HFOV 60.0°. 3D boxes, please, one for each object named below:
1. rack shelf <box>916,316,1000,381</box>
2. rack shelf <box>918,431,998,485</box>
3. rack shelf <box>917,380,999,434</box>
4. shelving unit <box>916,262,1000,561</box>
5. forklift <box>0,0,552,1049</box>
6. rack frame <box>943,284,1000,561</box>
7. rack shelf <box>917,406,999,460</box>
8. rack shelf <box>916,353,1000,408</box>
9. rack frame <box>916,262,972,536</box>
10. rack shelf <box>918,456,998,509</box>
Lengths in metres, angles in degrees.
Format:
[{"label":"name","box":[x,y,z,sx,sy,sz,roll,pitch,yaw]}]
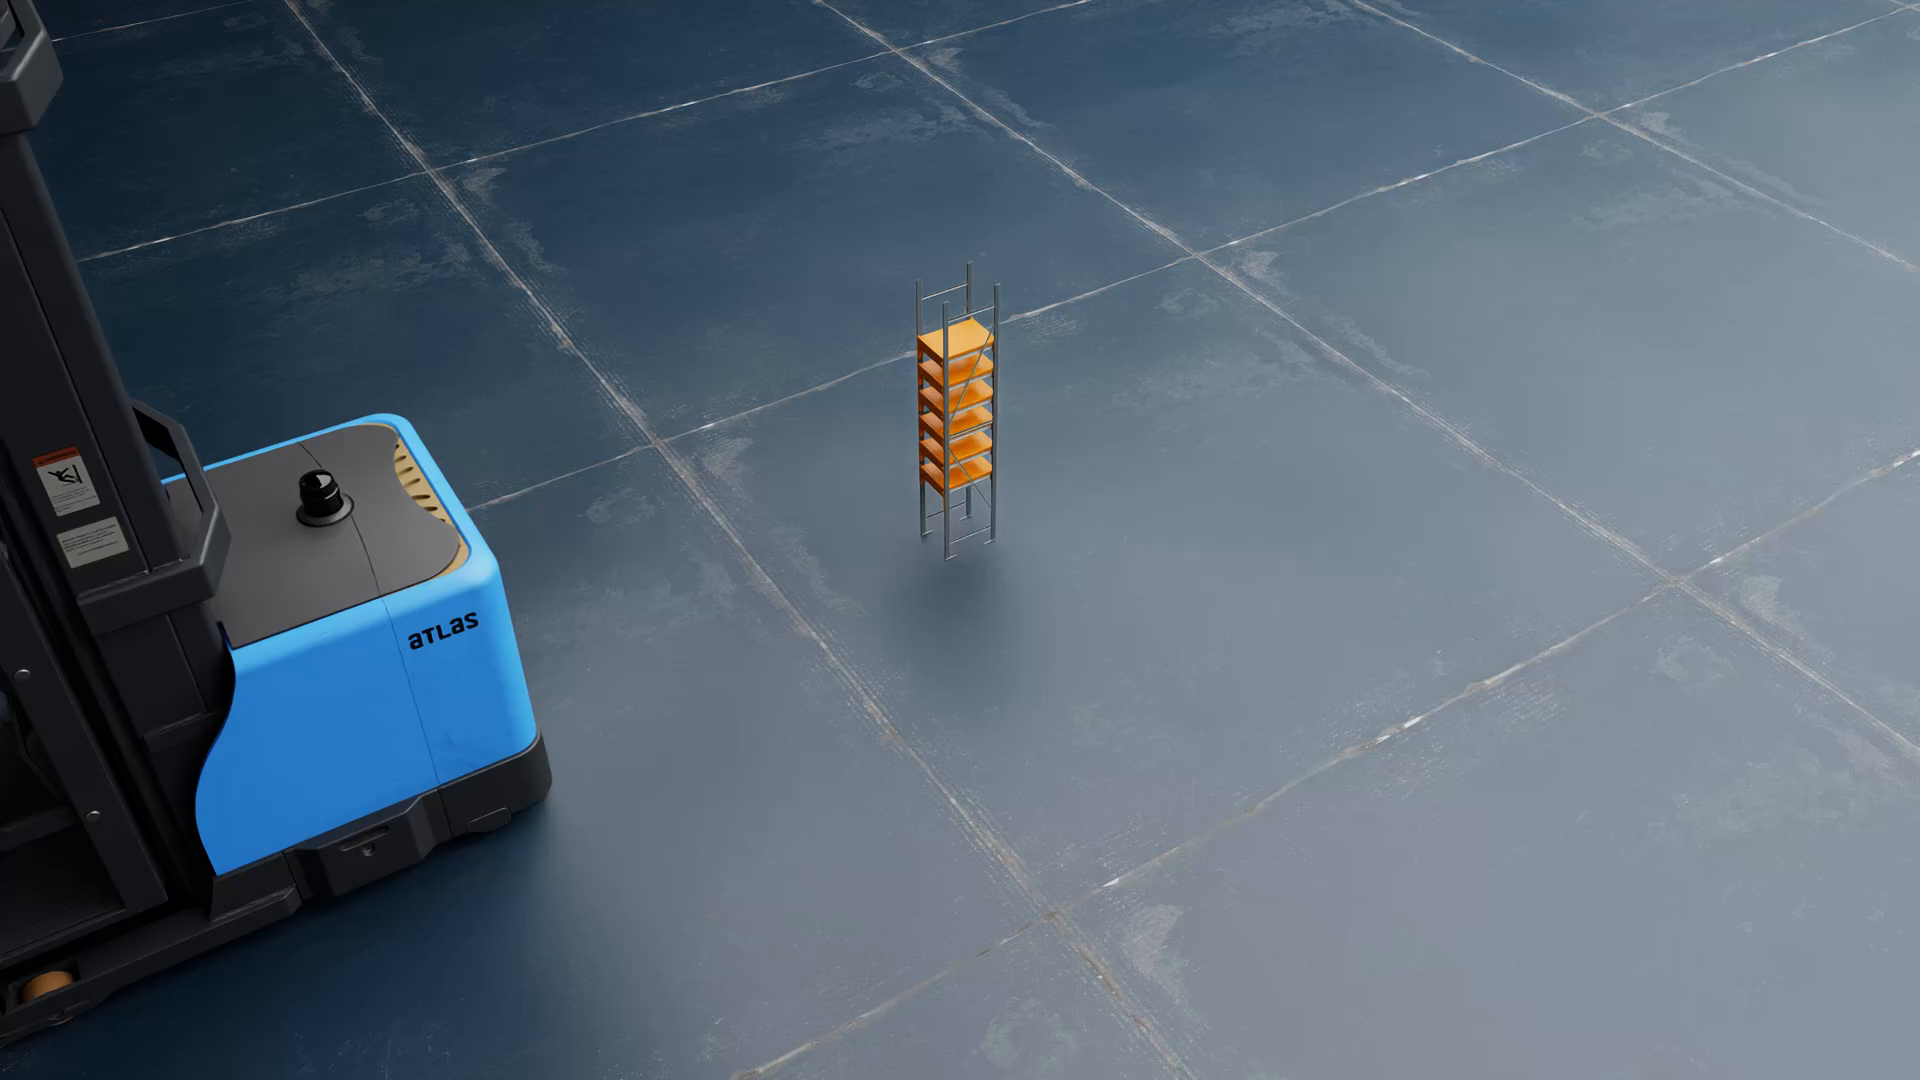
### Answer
[{"label":"rack shelf","box":[-0.008,-0.711,6.173,0.258,0.103,0.180,-22,45,-24]},{"label":"rack shelf","box":[-0.008,-0.342,6.481,0.258,0.103,0.180,-22,45,-24]},{"label":"rack shelf","box":[-0.008,-0.527,6.327,0.258,0.103,0.180,-22,45,-24]},{"label":"shelving unit","box":[-0.008,-0.469,6.375,0.258,1.200,0.189,-22,45,-24]},{"label":"forklift","box":[-2.907,0.009,4.449,3.031,2.935,1.130,-22,44,-24]},{"label":"rack frame","box":[0.041,-0.419,6.316,0.240,1.200,0.006,-22,45,-24]},{"label":"rack shelf","box":[-0.008,-0.435,6.404,0.258,0.103,0.180,-22,45,-24]},{"label":"rack shelf","box":[-0.008,-0.619,6.250,0.258,0.103,0.180,-22,45,-24]},{"label":"rack frame","box":[-0.057,-0.518,6.435,0.240,1.200,0.006,-22,45,-24]},{"label":"rack shelf","box":[-0.008,-0.250,6.557,0.258,0.103,0.180,-22,45,-24]}]
